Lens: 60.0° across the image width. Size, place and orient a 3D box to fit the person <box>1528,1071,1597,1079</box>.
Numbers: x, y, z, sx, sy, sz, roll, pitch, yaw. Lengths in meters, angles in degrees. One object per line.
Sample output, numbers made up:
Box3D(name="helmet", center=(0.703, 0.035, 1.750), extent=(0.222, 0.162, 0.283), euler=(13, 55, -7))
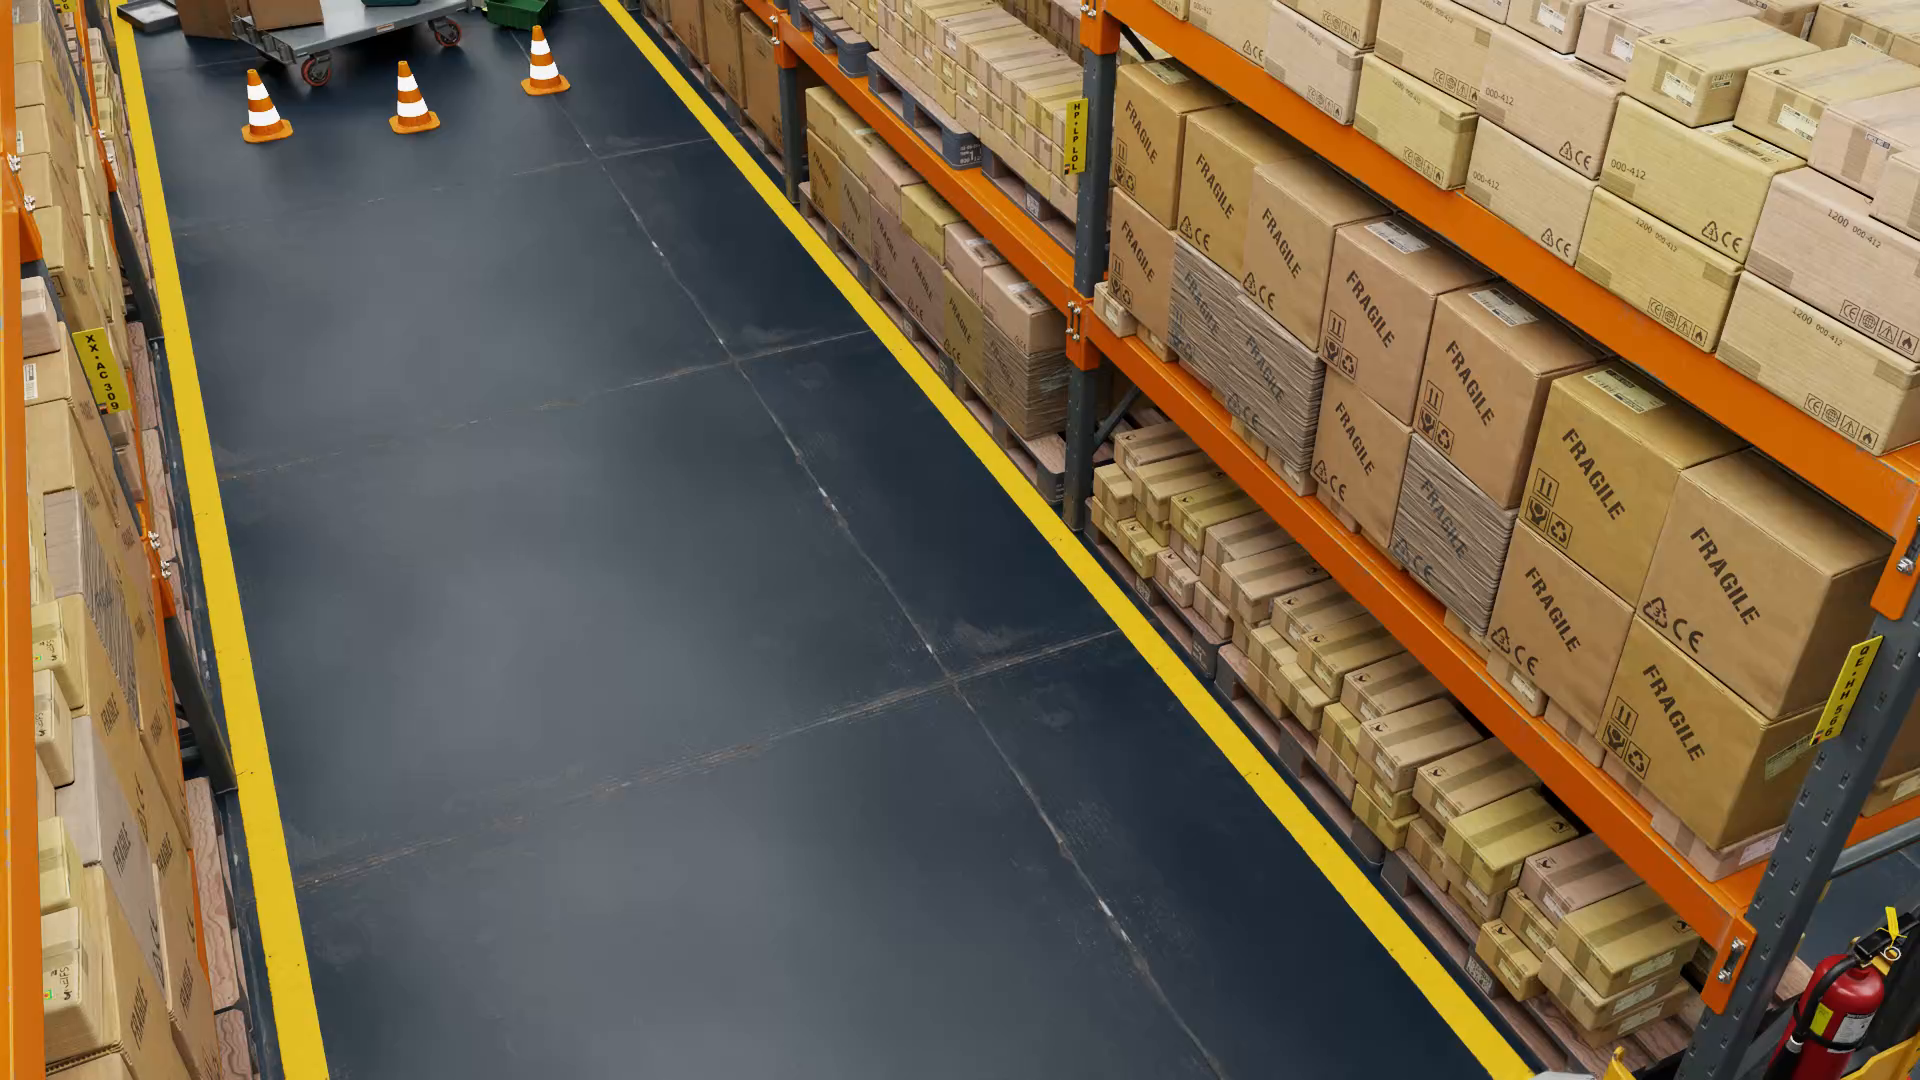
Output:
Box3D(name="person", center=(1.423, 2.028, 4.202), extent=(0.469, 1.694, 0.563), euler=(-22, 43, -26))
